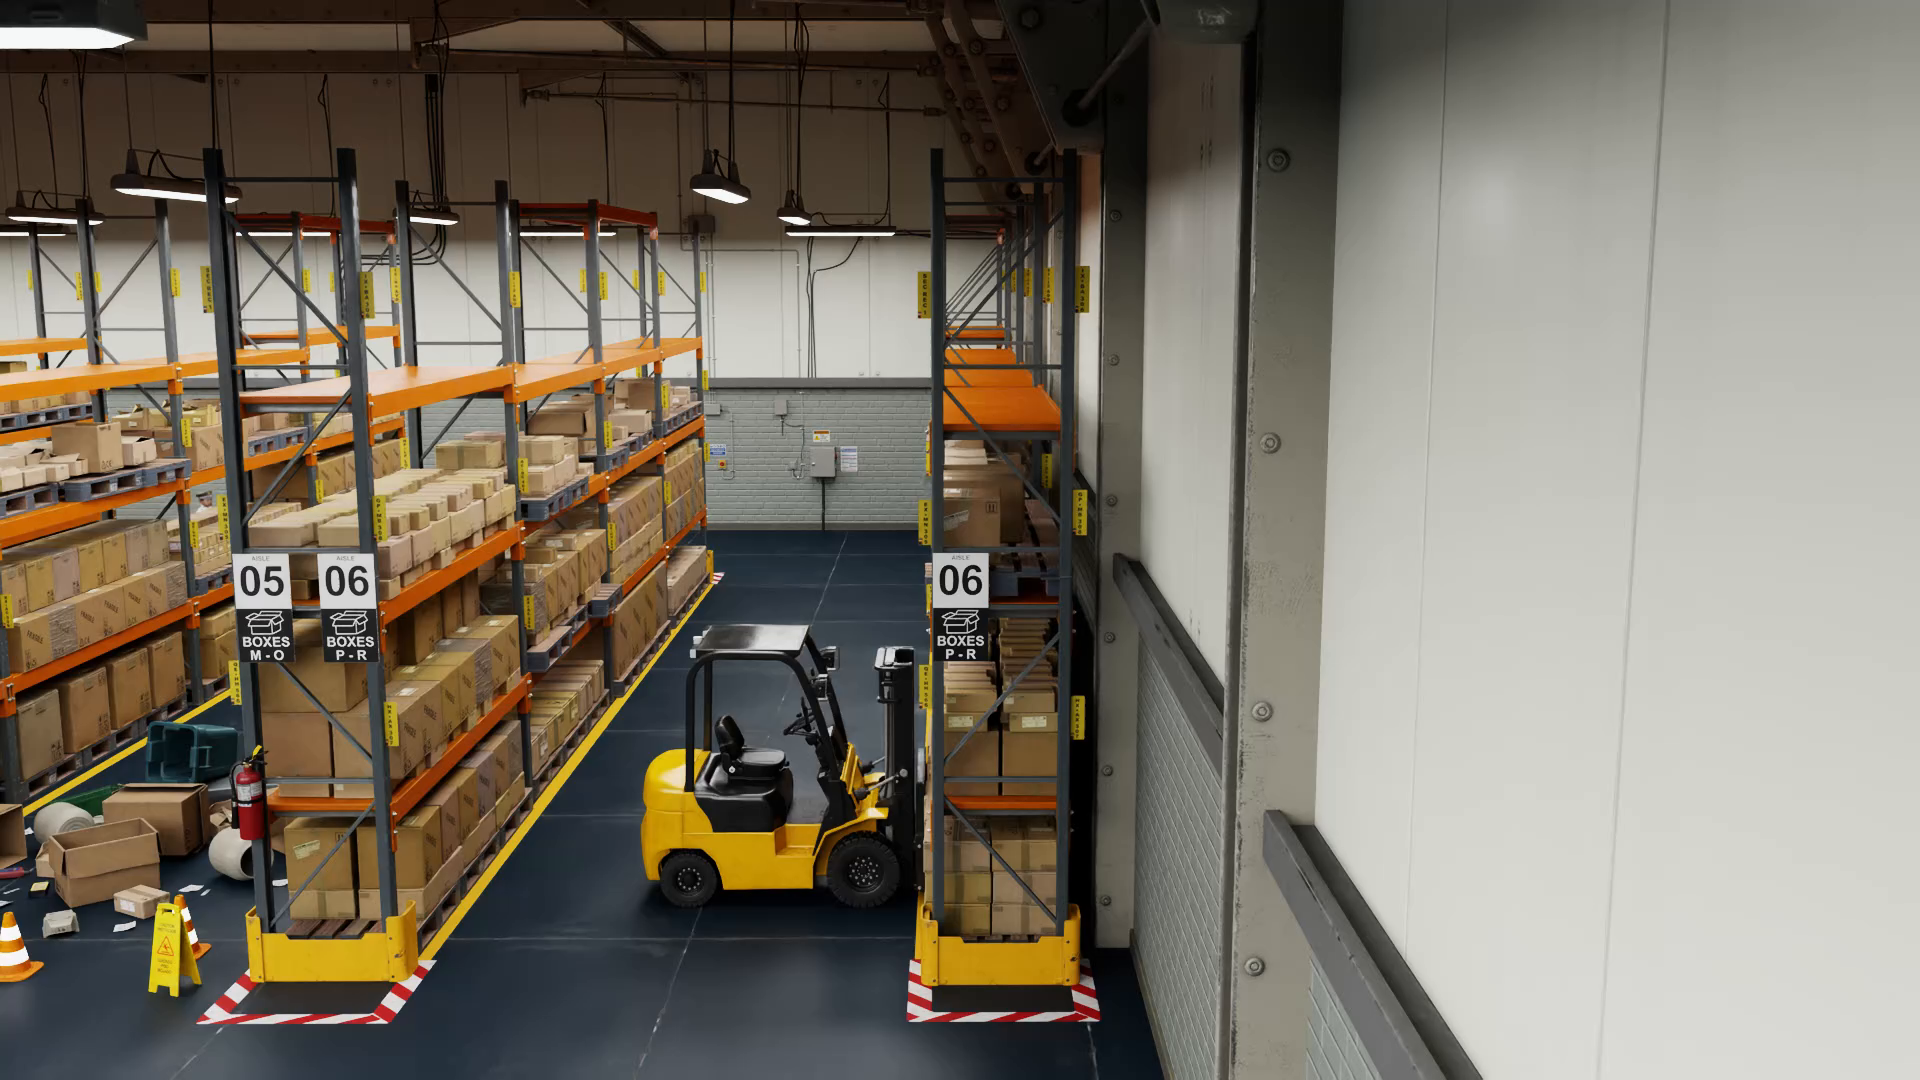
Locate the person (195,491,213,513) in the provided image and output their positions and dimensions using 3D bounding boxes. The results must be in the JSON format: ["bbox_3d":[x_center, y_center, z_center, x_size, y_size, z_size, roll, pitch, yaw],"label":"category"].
[{"bbox_3d":[-12.204,0.001,27.160,0.916,1.639,0.549,-4,10,-25],"label":"person"}]
